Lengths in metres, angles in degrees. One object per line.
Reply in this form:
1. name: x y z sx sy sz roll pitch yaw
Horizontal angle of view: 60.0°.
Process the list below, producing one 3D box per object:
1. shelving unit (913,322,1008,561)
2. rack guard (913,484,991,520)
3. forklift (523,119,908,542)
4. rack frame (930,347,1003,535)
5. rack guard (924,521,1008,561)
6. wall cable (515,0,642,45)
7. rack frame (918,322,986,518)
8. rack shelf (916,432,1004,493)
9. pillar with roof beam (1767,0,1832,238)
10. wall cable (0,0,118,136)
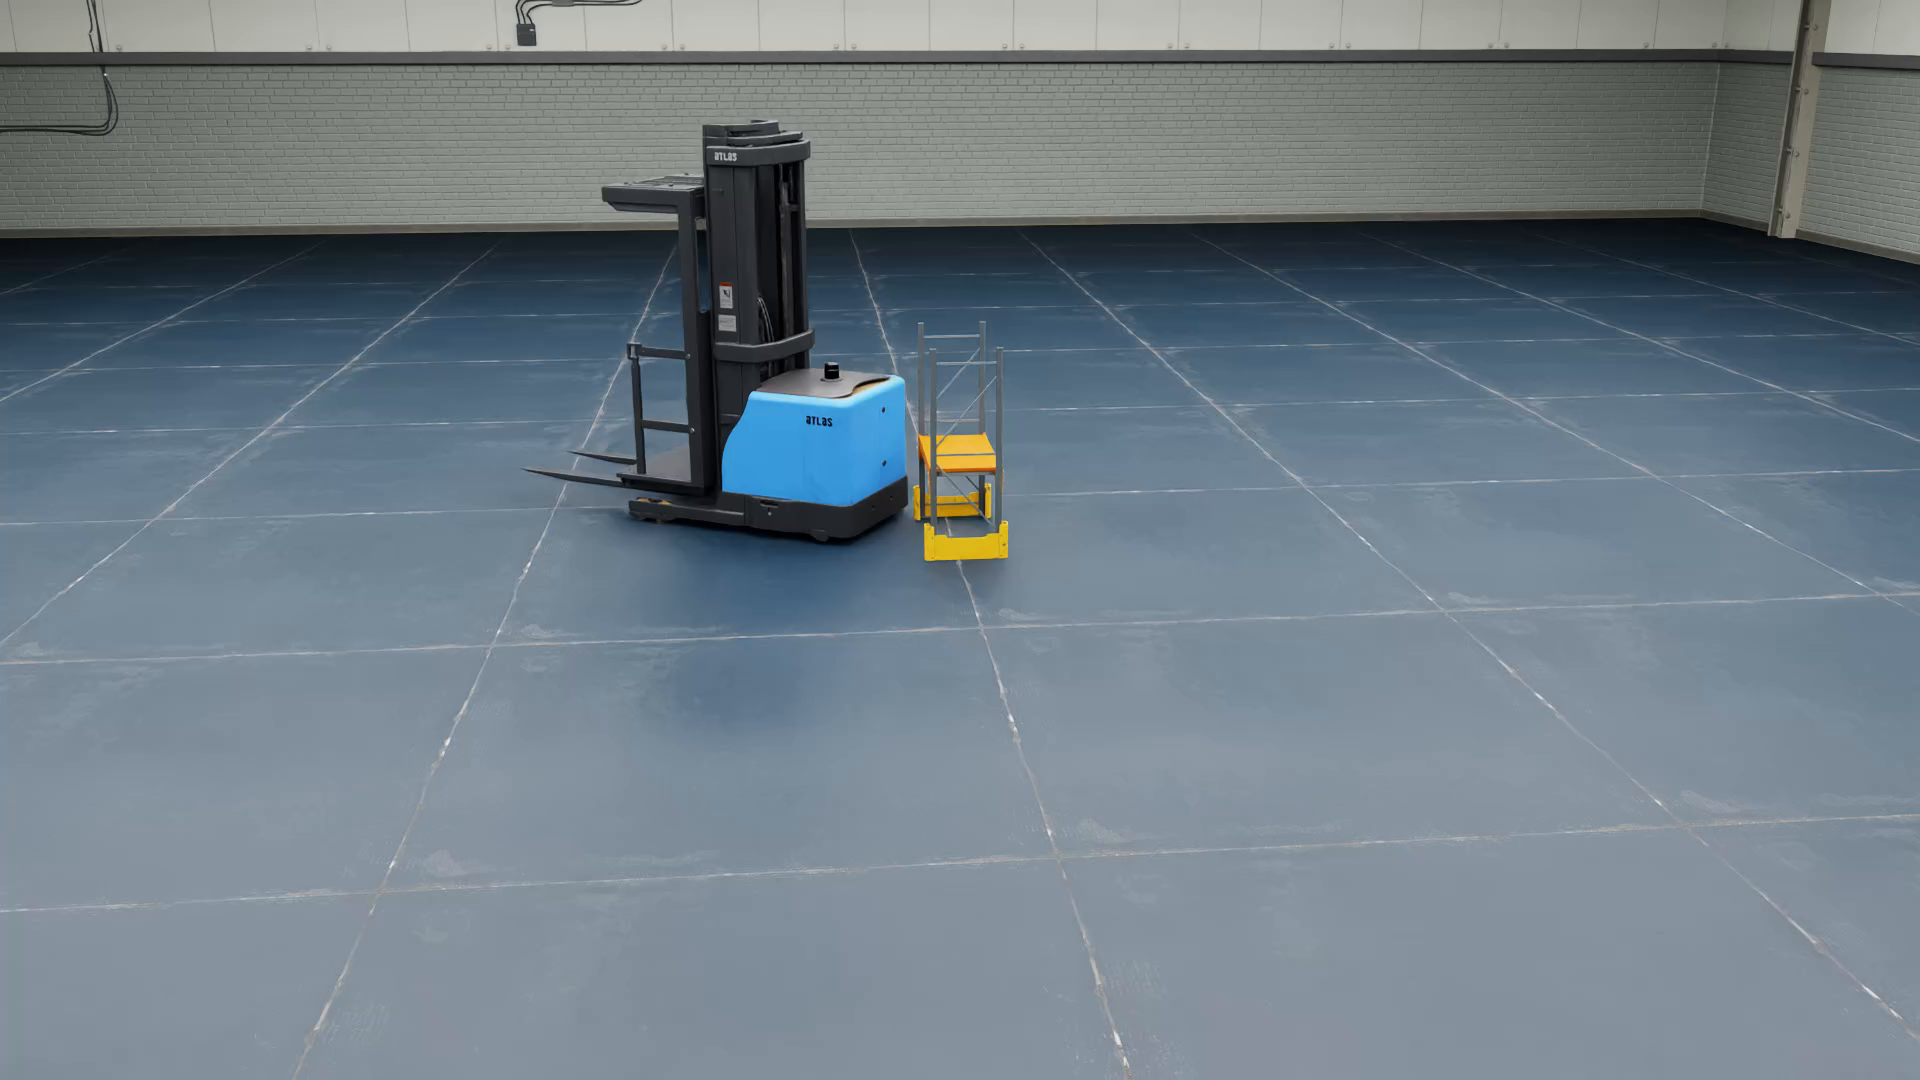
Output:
1. shelving unit: -0.008 -0.738 12.025 0.587 1.500 1.083 -2 18 -6
2. rack guard: -0.059 -0.290 12.685 0.587 0.250 0.087 -2 18 -6
3. forklift: -1.963 -1.659 12.569 3.031 2.935 1.130 8 19 23
4. rack frame: 0.044 -0.590 11.551 0.500 1.500 0.032 -2 18 -6
5. rack guard: 0.044 0.006 11.739 0.587 0.250 0.087 -2 18 -6
6. wall cable: -6.498 -11.459 27.977 2.305 6.003 0.169 -2 18 -6
7. rack frame: -0.061 -0.892 12.516 0.500 1.500 0.032 -2 18 -6
8. rack shelf: -0.009 -0.569 12.087 0.538 0.185 1.000 -2 18 -6
9. pillar with roof beam: 10.096 -9.470 27.318 9.100 9.000 0.400 -2 18 -6
10. wall cable: -15.942 -8.067 28.033 3.097 2.526 0.112 -2 18 -6
